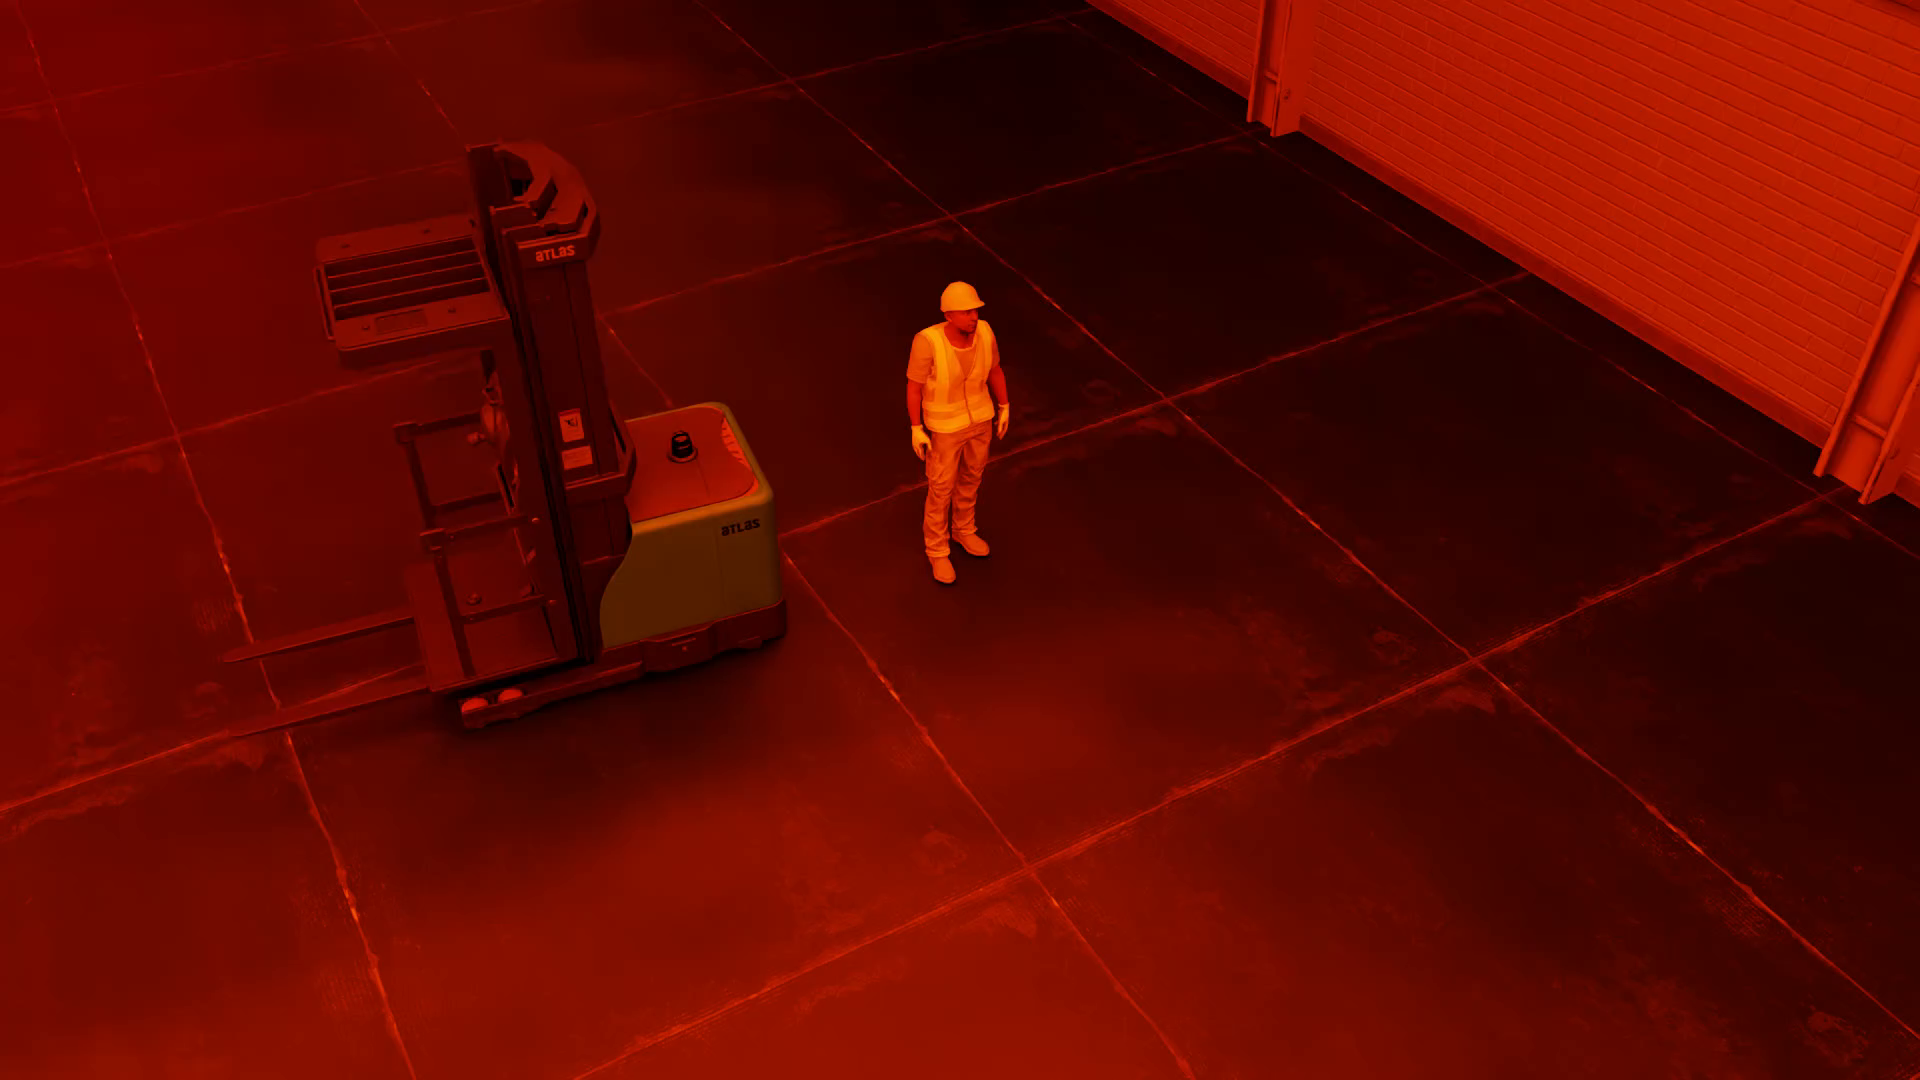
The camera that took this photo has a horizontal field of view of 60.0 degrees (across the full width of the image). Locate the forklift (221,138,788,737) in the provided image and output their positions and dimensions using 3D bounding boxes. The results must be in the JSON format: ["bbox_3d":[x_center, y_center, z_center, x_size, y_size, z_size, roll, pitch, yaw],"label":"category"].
[{"bbox_3d":[-2.564,-0.484,8.620,3.031,2.935,1.130,-15,42,-17],"label":"forklift"}]

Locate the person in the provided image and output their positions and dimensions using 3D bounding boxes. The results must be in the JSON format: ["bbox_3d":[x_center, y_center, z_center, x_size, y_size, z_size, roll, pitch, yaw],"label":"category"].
[{"bbox_3d":[0.030,-0.649,9.707,0.656,1.784,0.575,-20,44,-23],"label":"person"}]
